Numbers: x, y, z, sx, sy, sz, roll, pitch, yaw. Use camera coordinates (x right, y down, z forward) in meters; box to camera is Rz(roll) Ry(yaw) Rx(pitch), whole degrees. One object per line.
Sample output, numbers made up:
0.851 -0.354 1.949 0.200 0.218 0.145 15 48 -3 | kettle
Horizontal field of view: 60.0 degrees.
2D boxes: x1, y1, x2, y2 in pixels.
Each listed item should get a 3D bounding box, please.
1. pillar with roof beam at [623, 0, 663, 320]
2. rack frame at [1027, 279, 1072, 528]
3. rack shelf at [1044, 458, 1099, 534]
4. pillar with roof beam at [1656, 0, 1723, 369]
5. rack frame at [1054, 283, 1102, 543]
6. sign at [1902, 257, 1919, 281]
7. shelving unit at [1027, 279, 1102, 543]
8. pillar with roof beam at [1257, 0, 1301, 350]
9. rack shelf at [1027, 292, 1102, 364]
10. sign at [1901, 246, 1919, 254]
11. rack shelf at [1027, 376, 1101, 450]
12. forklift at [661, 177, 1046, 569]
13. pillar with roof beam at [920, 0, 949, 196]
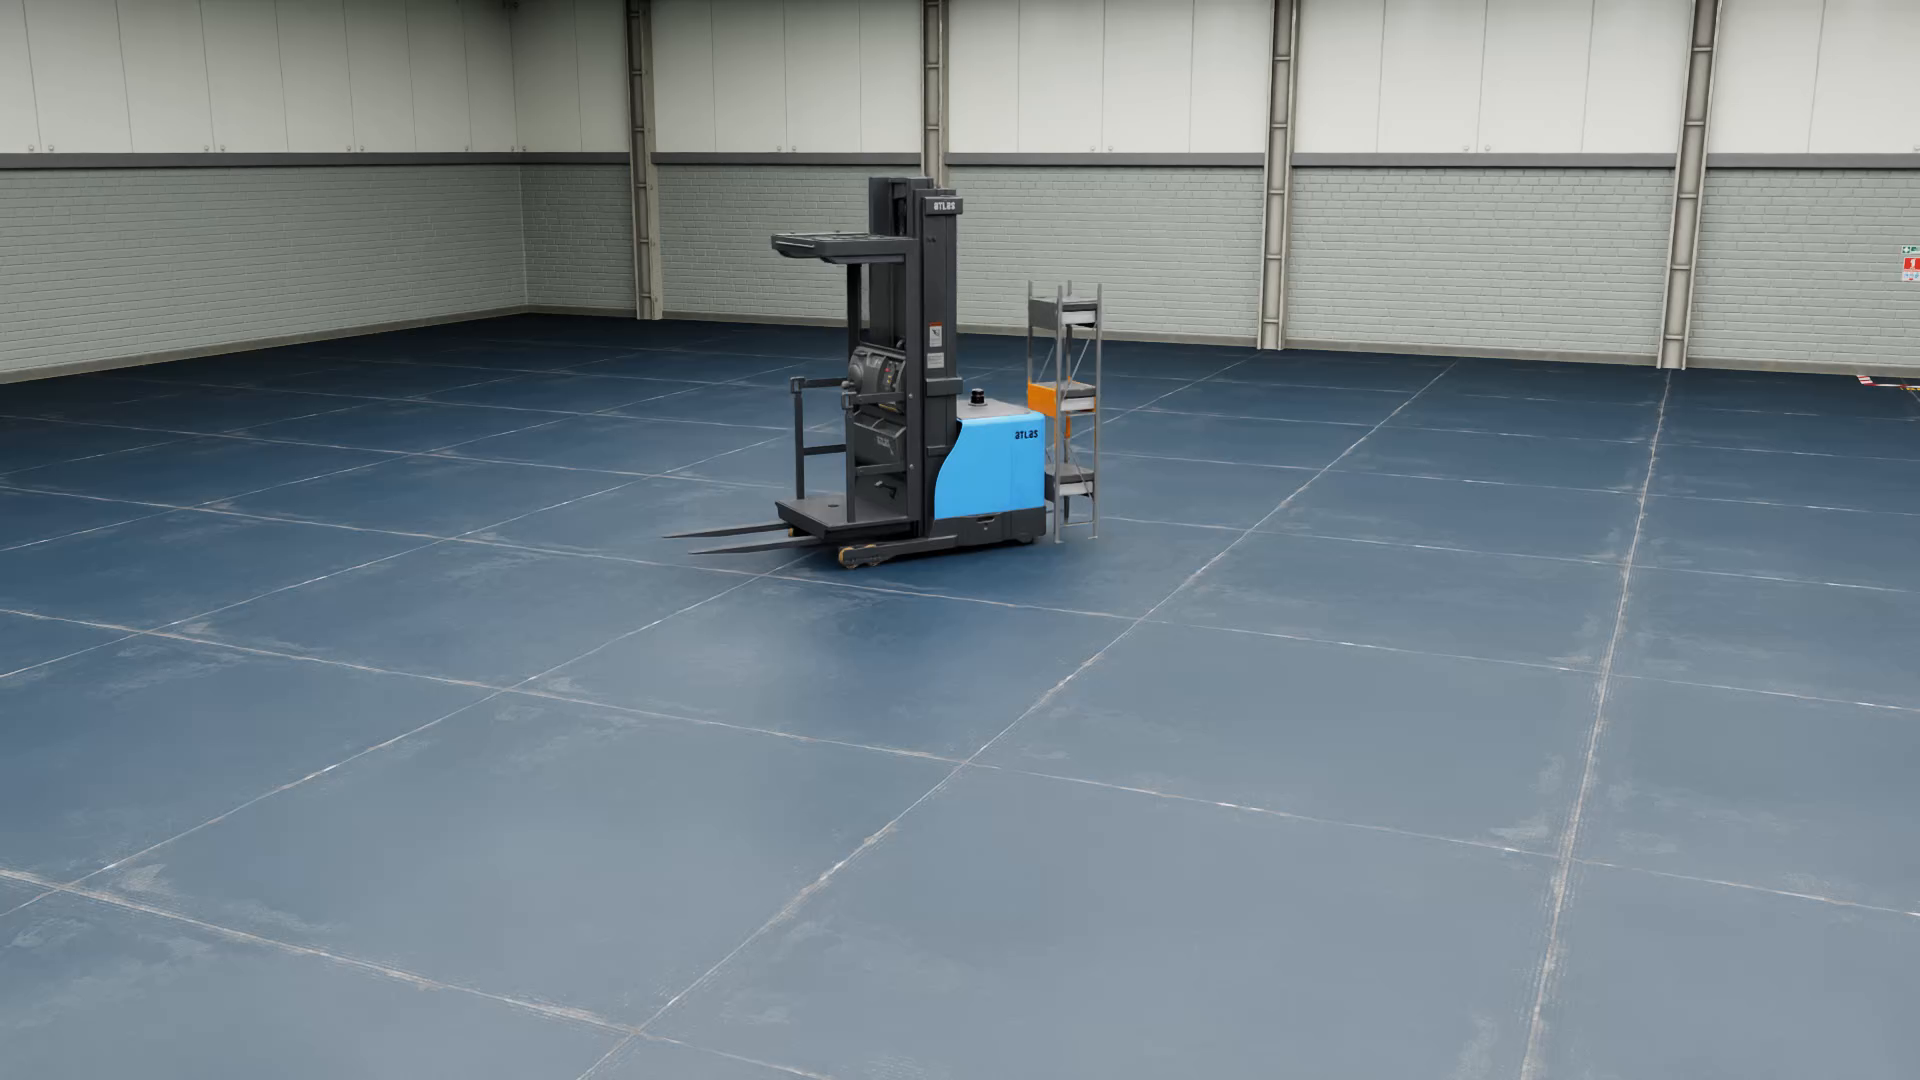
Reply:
-7.660 -7.703 26.885 0.400 9.000 9.100 6 14 23 | pillar with roof beam
0.743 -1.116 13.914 0.400 2.100 0.015 -6 15 -25 | rack frame
0.850 -0.371 13.863 0.431 0.518 0.480 -6 15 -25 | rack shelf
8.797 -6.038 19.787 0.400 9.000 9.100 6 14 23 | pillar with roof beam
0.957 -1.016 13.487 0.400 2.100 0.015 -6 15 -25 | rack frame
13.319 -3.788 23.253 0.234 0.329 0.001 6 14 23 | sign
0.850 -1.066 13.700 0.431 2.100 0.503 -6 15 -25 | shelving unit
3.312 -6.593 22.153 0.400 9.000 9.100 6 14 23 | pillar with roof beam
0.850 -1.734 13.543 0.431 0.518 0.480 -6 15 -25 | rack shelf
13.320 -4.044 23.183 0.331 0.109 0.001 6 14 23 | sign
0.850 -1.052 13.703 0.431 0.518 0.480 -6 15 -25 | rack shelf
-0.839 -1.343 13.061 3.031 2.935 1.130 -7 15 -28 | forklift
-2.174 -7.148 24.519 0.400 9.000 9.100 6 14 23 | pillar with roof beam
